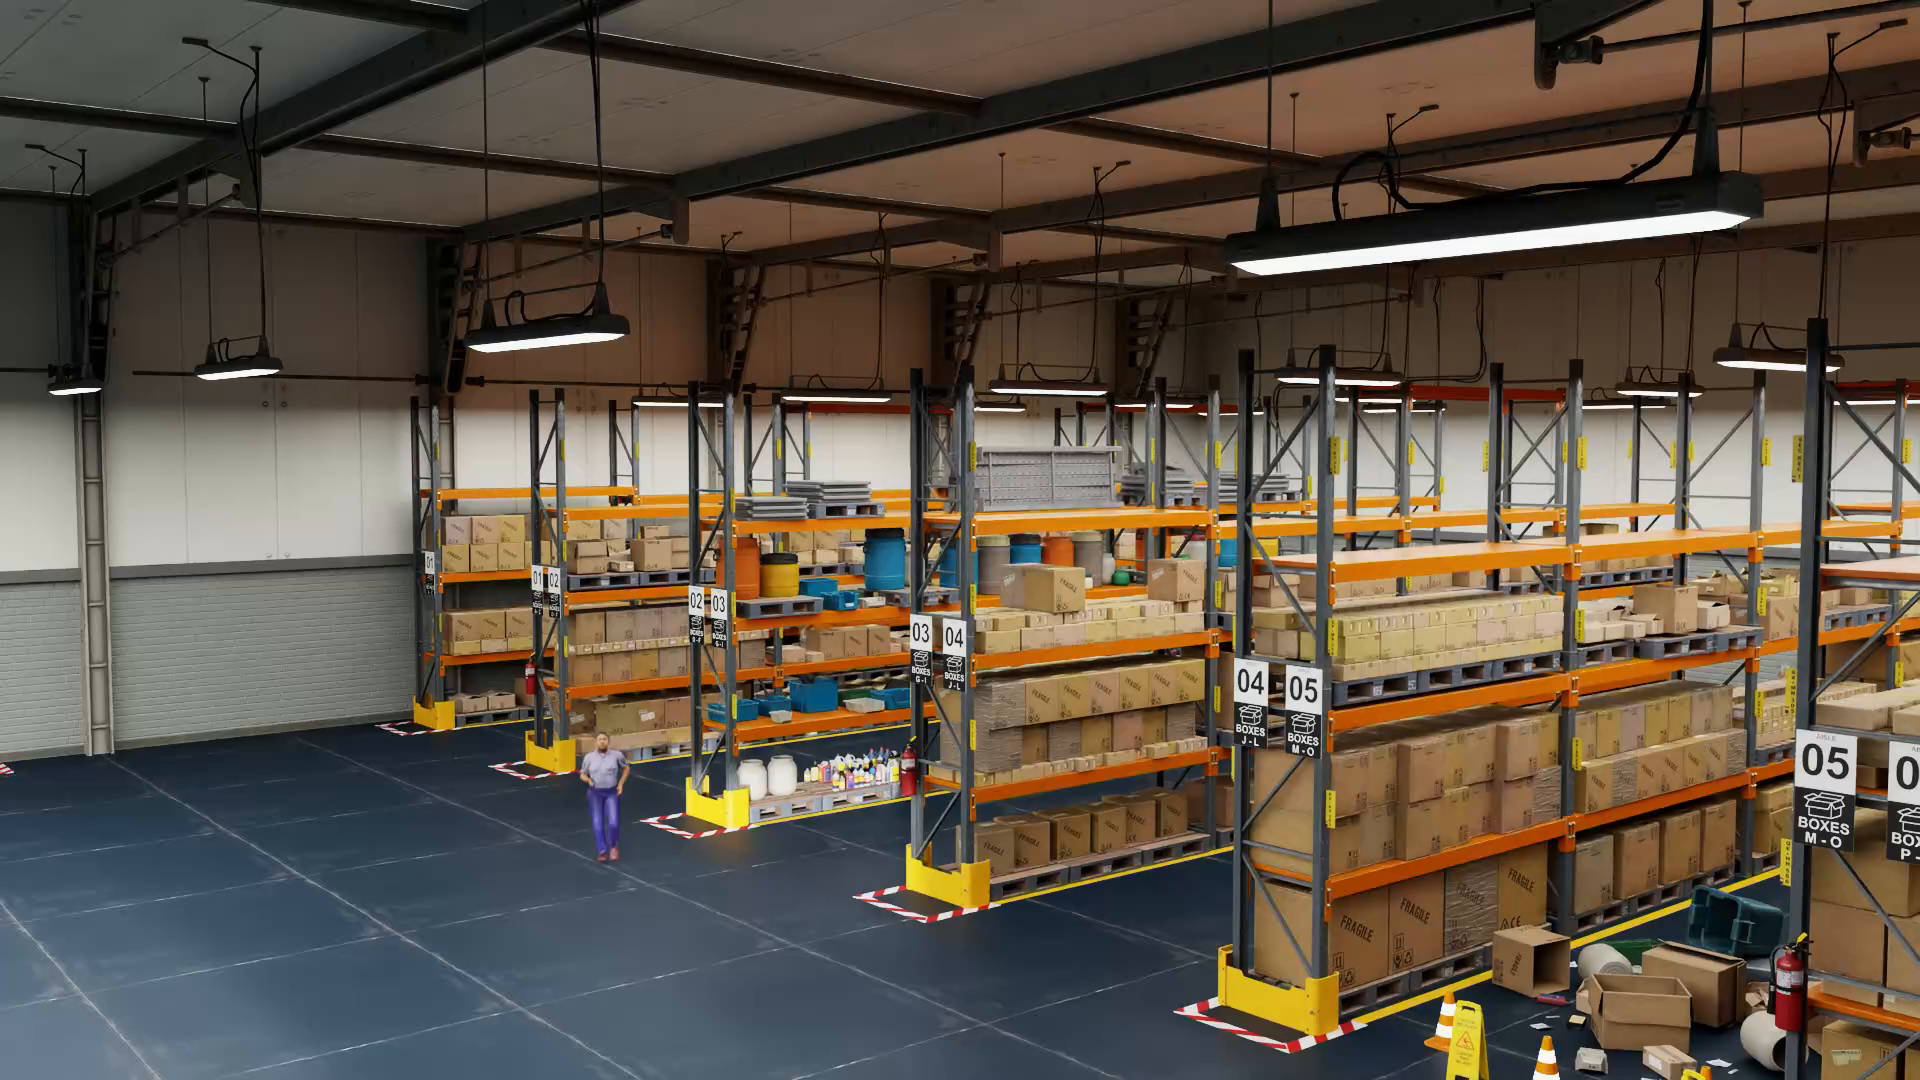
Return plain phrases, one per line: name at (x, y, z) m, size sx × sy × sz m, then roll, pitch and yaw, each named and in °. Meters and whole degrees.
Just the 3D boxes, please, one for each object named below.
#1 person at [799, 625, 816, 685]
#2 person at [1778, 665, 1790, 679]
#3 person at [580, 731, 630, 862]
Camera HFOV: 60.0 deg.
person at (-2.847, 2.237, 31.741) m, size 0.522 × 1.553 × 0.524 m, roll 3°, pitch 4°, yaw 39°
person at (12.518, 2.767, 25.263) m, size 1.007 × 1.772 × 0.674 m, roll -3°, pitch 4°, yaw -39°
person at (-4.349, 3.152, 20.340) m, size 0.591 × 1.615 × 0.584 m, roll 0°, pitch 3°, yaw -8°
